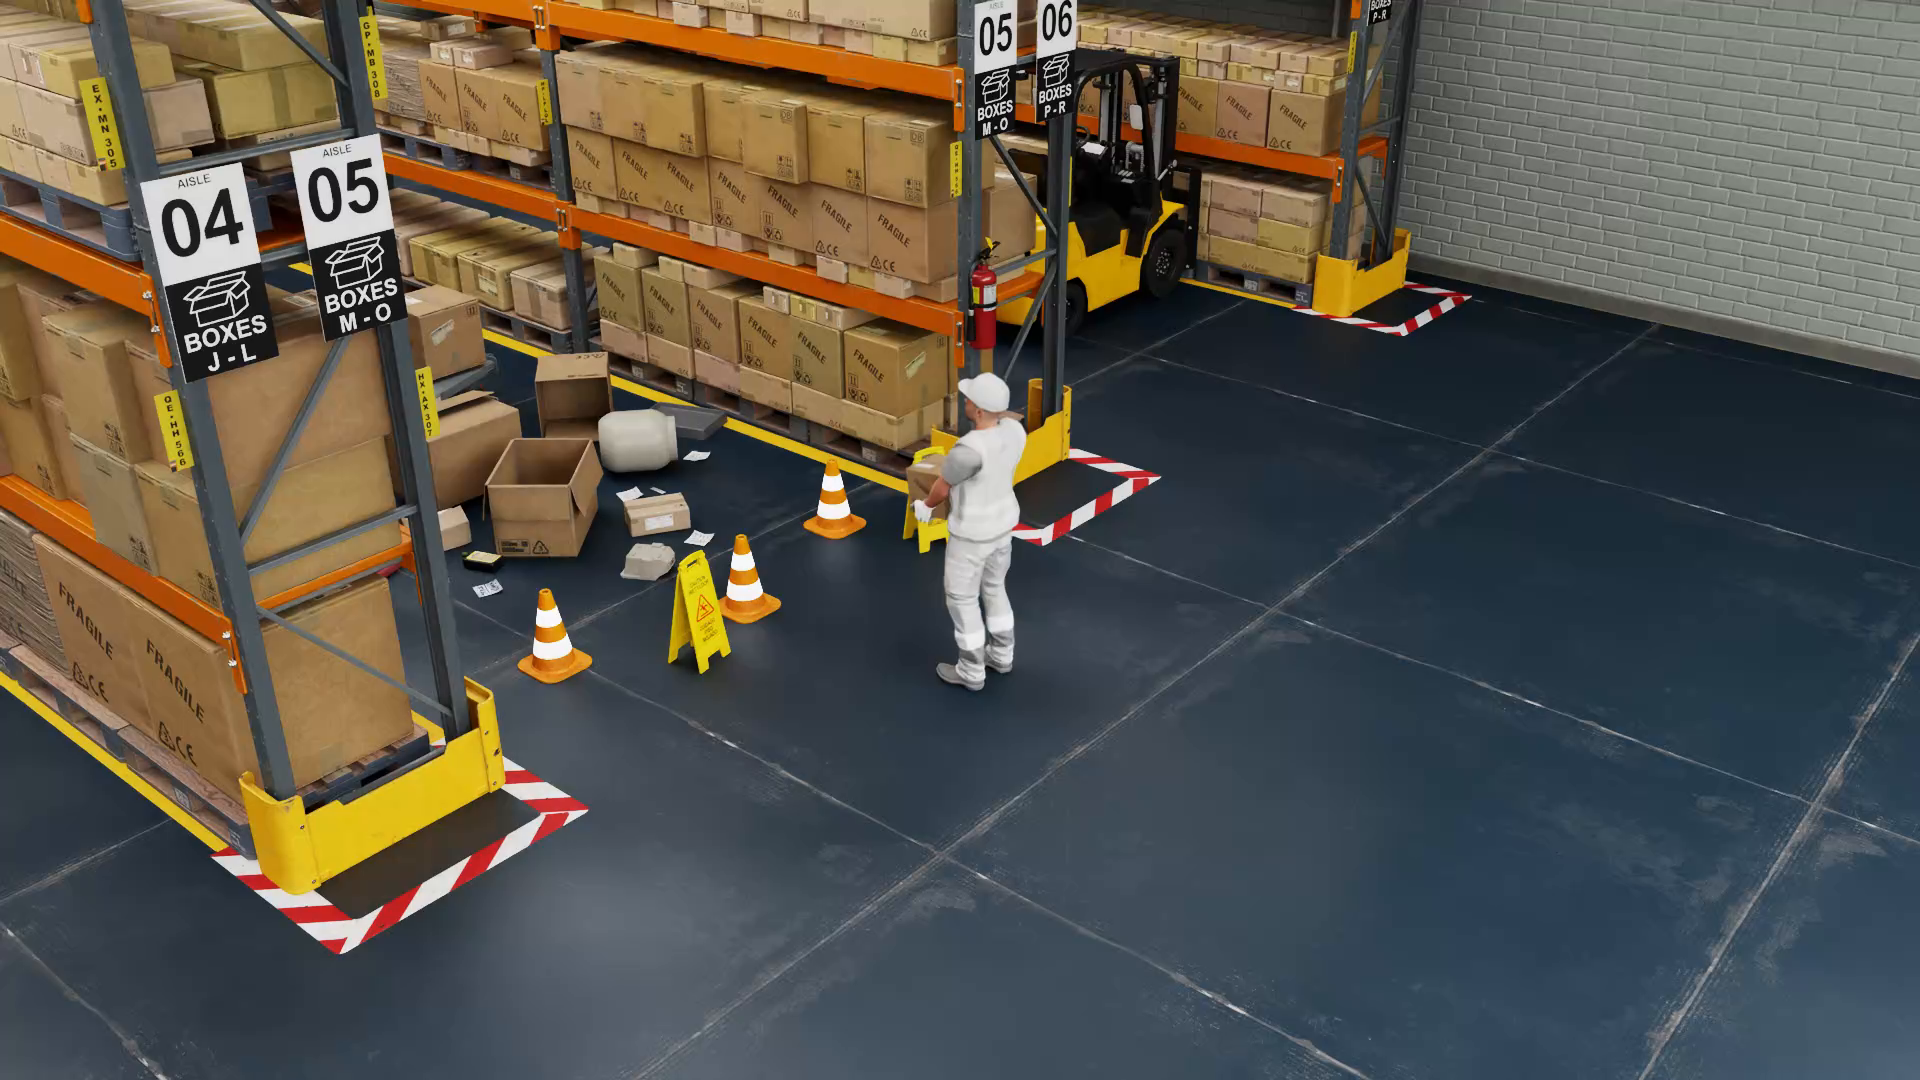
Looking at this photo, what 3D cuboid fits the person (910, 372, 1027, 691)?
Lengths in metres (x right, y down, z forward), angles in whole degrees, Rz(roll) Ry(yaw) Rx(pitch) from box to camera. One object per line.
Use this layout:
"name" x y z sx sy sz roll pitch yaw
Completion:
"person" 0.026 -0.079 8.752 0.558 1.783 0.494 21 34 35
